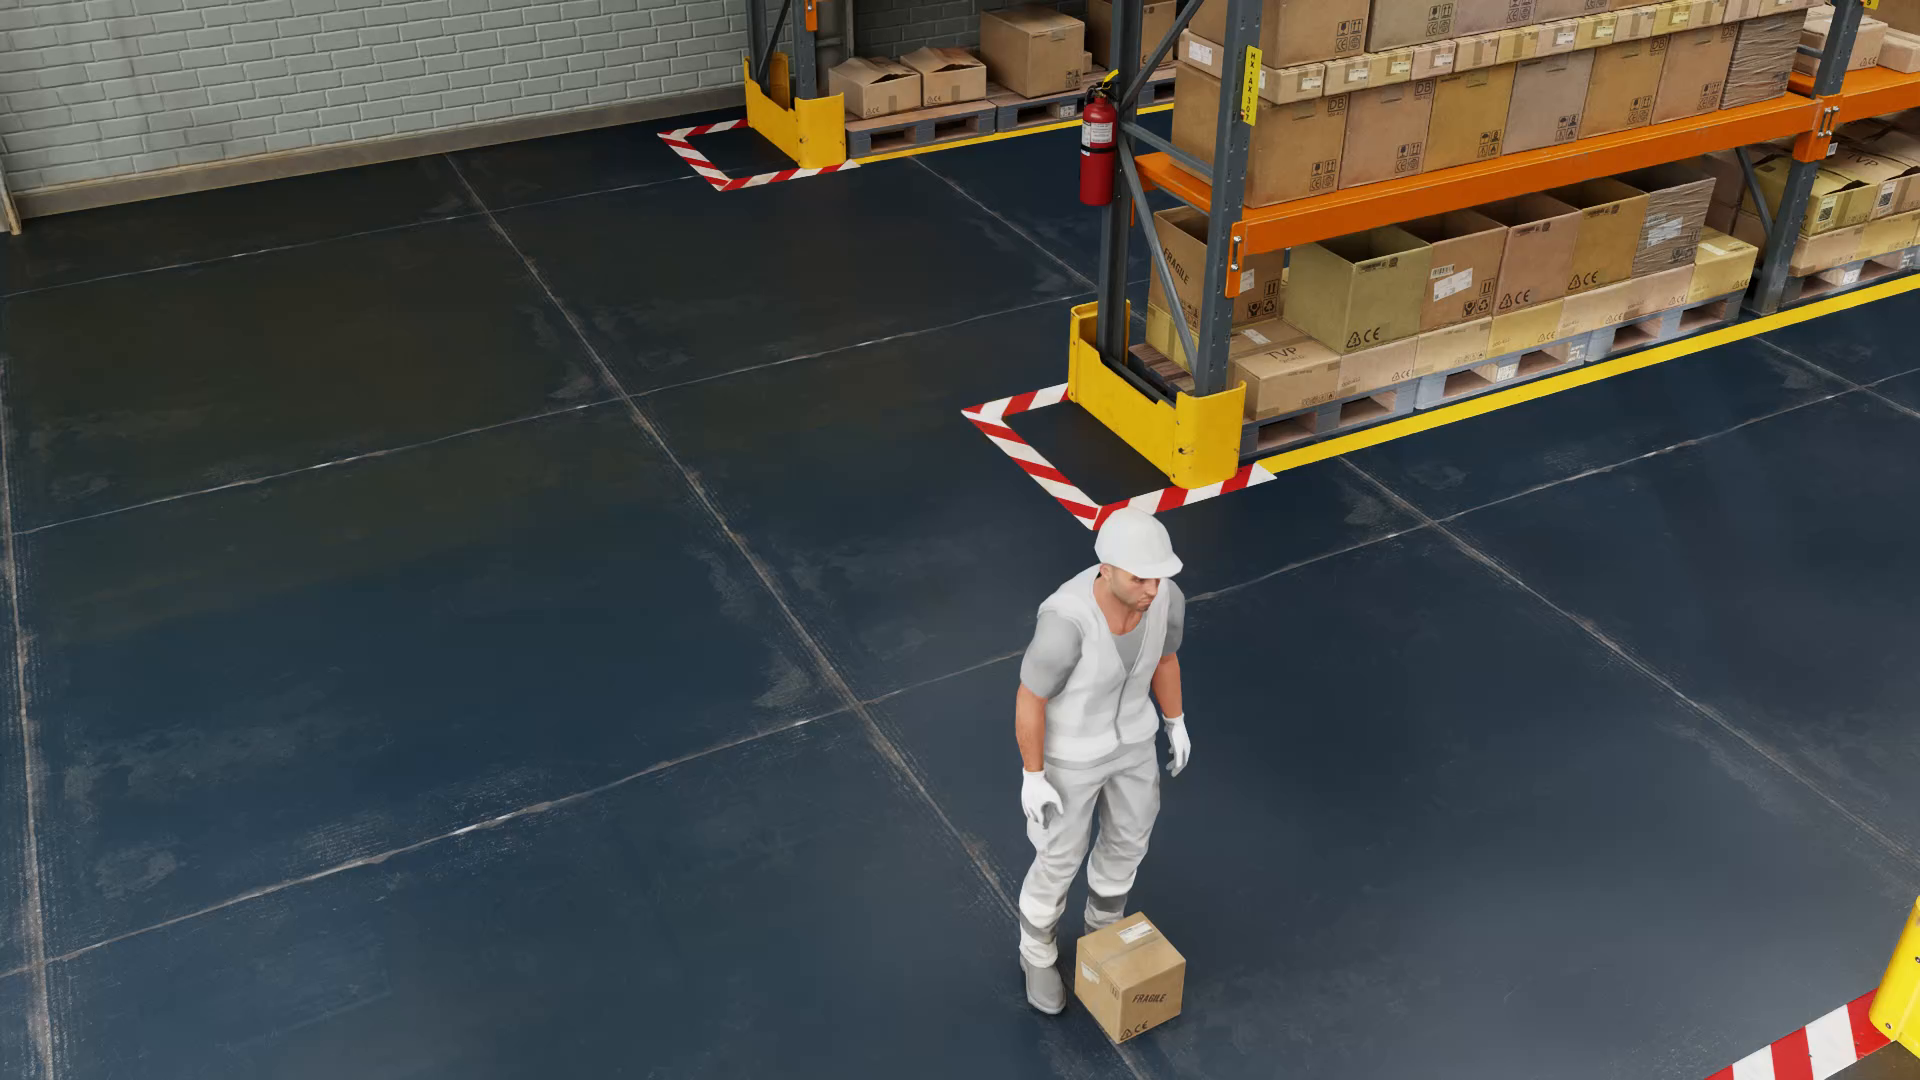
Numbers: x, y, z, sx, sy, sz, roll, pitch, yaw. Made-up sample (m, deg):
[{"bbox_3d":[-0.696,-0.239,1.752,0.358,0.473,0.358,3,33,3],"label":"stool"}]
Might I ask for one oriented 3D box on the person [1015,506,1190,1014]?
[{"bbox_3d":[0.441,0.654,5.106,0.623,1.780,0.446,-17,37,-25],"label":"person"}]
